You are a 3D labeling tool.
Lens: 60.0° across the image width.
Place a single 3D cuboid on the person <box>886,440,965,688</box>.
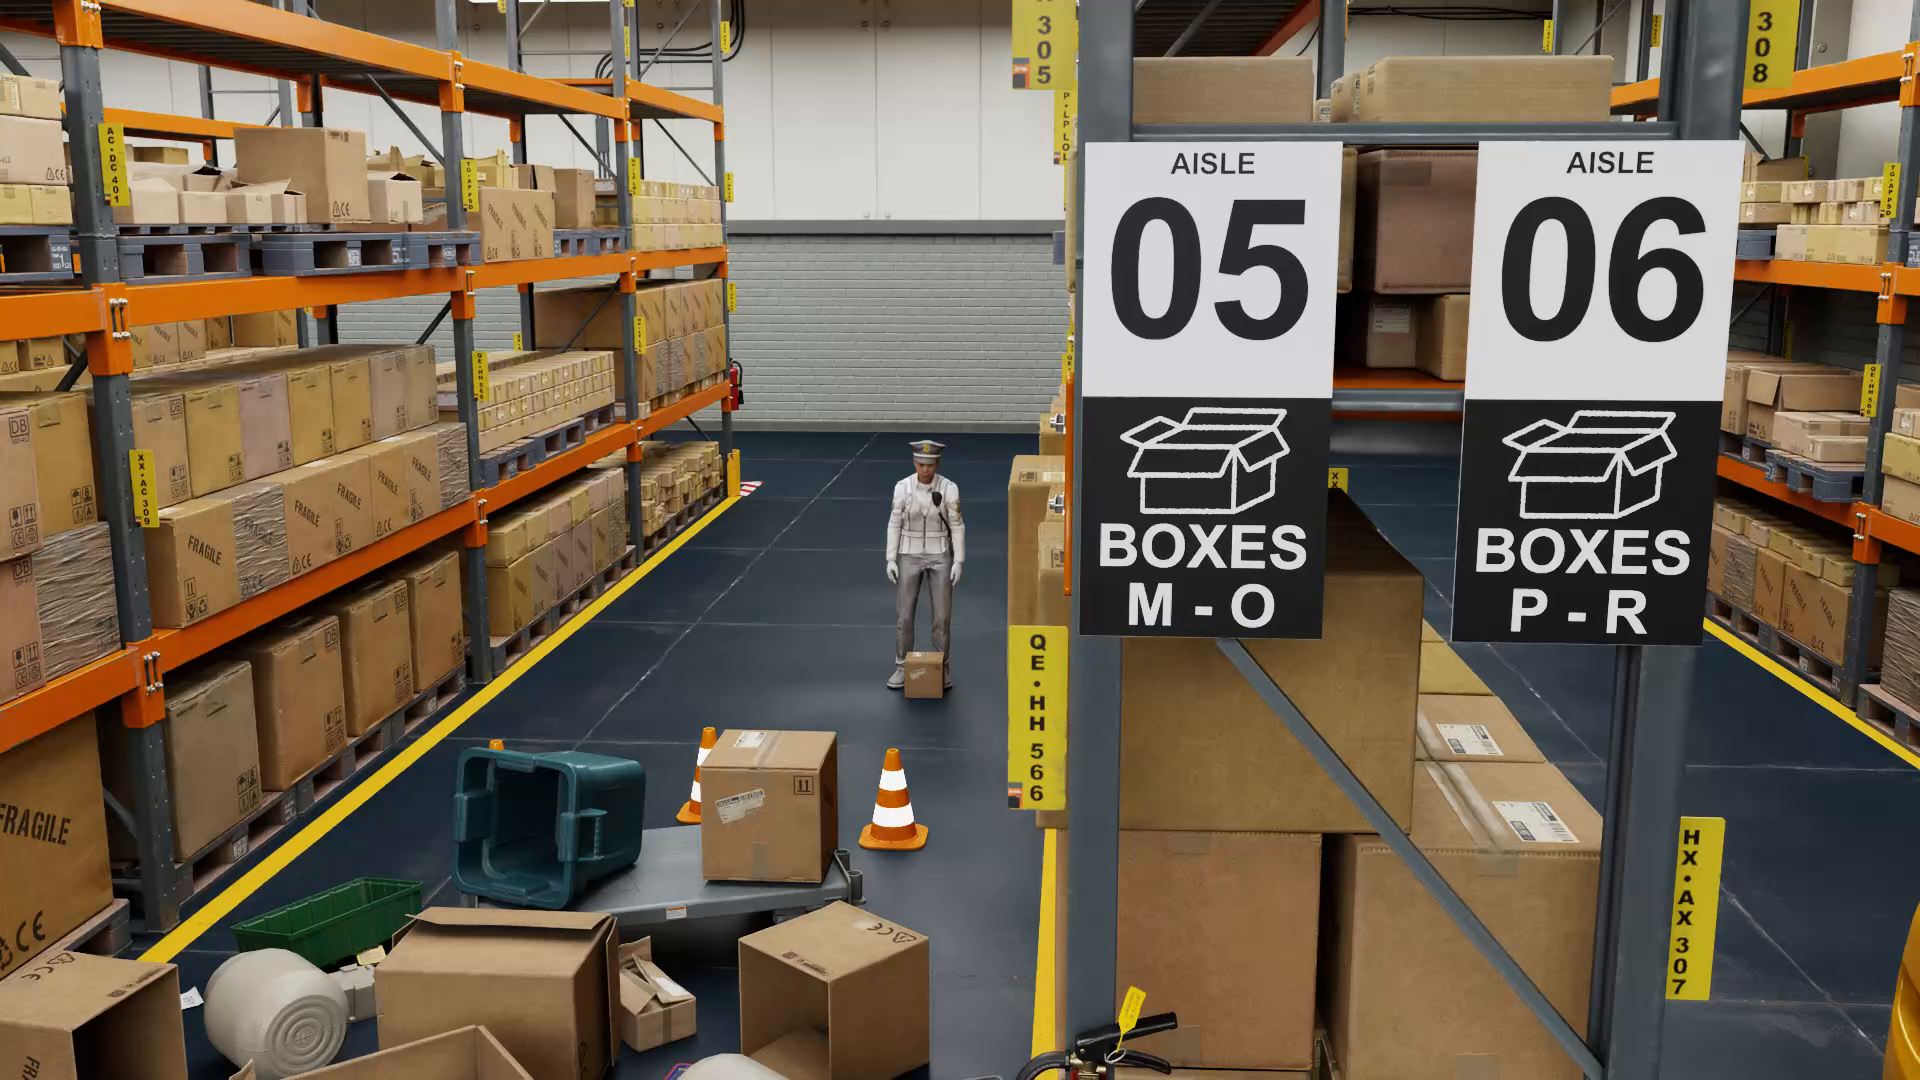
[{"bbox_3d":[-0.229,0.154,11.113,0.529,1.663,0.371,1,11,4],"label":"person"}]
